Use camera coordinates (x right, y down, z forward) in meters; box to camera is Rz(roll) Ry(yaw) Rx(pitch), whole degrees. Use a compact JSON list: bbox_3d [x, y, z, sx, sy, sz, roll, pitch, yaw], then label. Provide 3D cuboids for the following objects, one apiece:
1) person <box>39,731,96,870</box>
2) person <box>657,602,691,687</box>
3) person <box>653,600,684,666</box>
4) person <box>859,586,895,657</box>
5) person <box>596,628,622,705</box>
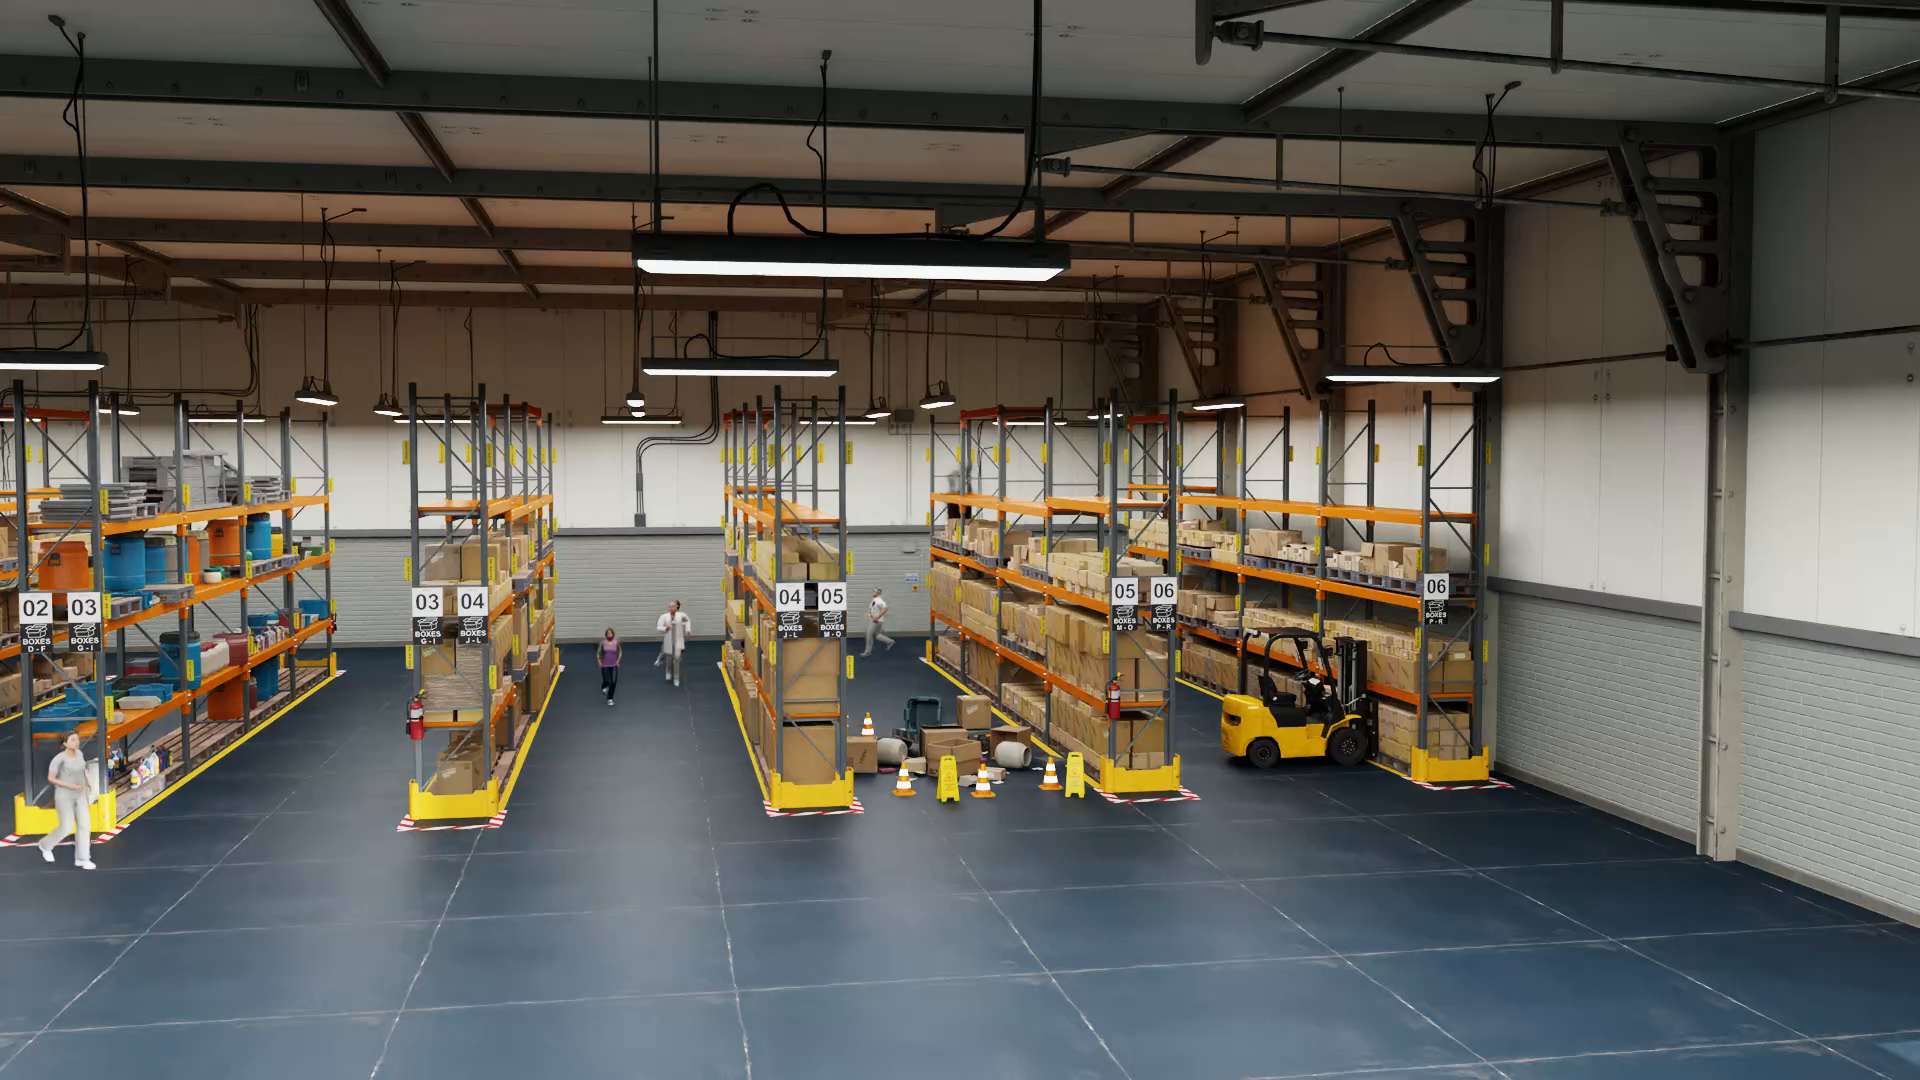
[{"bbox_3d":[-10.844,3.147,20.240,0.817,1.677,0.589,1,3,21],"label":"person"},{"bbox_3d":[-6.279,2.265,36.531,0.728,1.834,0.990,0,3,-7],"label":"person"},{"bbox_3d":[-6.813,2.196,39.553,0.648,1.548,0.855,1,3,23],"label":"person"},{"bbox_3d":[-2.061,2.033,41.521,0.926,1.776,0.690,0,3,-9],"label":"person"},{"bbox_3d":[-7.060,2.540,33.500,0.521,1.550,0.534,-1,3,-18],"label":"person"}]
